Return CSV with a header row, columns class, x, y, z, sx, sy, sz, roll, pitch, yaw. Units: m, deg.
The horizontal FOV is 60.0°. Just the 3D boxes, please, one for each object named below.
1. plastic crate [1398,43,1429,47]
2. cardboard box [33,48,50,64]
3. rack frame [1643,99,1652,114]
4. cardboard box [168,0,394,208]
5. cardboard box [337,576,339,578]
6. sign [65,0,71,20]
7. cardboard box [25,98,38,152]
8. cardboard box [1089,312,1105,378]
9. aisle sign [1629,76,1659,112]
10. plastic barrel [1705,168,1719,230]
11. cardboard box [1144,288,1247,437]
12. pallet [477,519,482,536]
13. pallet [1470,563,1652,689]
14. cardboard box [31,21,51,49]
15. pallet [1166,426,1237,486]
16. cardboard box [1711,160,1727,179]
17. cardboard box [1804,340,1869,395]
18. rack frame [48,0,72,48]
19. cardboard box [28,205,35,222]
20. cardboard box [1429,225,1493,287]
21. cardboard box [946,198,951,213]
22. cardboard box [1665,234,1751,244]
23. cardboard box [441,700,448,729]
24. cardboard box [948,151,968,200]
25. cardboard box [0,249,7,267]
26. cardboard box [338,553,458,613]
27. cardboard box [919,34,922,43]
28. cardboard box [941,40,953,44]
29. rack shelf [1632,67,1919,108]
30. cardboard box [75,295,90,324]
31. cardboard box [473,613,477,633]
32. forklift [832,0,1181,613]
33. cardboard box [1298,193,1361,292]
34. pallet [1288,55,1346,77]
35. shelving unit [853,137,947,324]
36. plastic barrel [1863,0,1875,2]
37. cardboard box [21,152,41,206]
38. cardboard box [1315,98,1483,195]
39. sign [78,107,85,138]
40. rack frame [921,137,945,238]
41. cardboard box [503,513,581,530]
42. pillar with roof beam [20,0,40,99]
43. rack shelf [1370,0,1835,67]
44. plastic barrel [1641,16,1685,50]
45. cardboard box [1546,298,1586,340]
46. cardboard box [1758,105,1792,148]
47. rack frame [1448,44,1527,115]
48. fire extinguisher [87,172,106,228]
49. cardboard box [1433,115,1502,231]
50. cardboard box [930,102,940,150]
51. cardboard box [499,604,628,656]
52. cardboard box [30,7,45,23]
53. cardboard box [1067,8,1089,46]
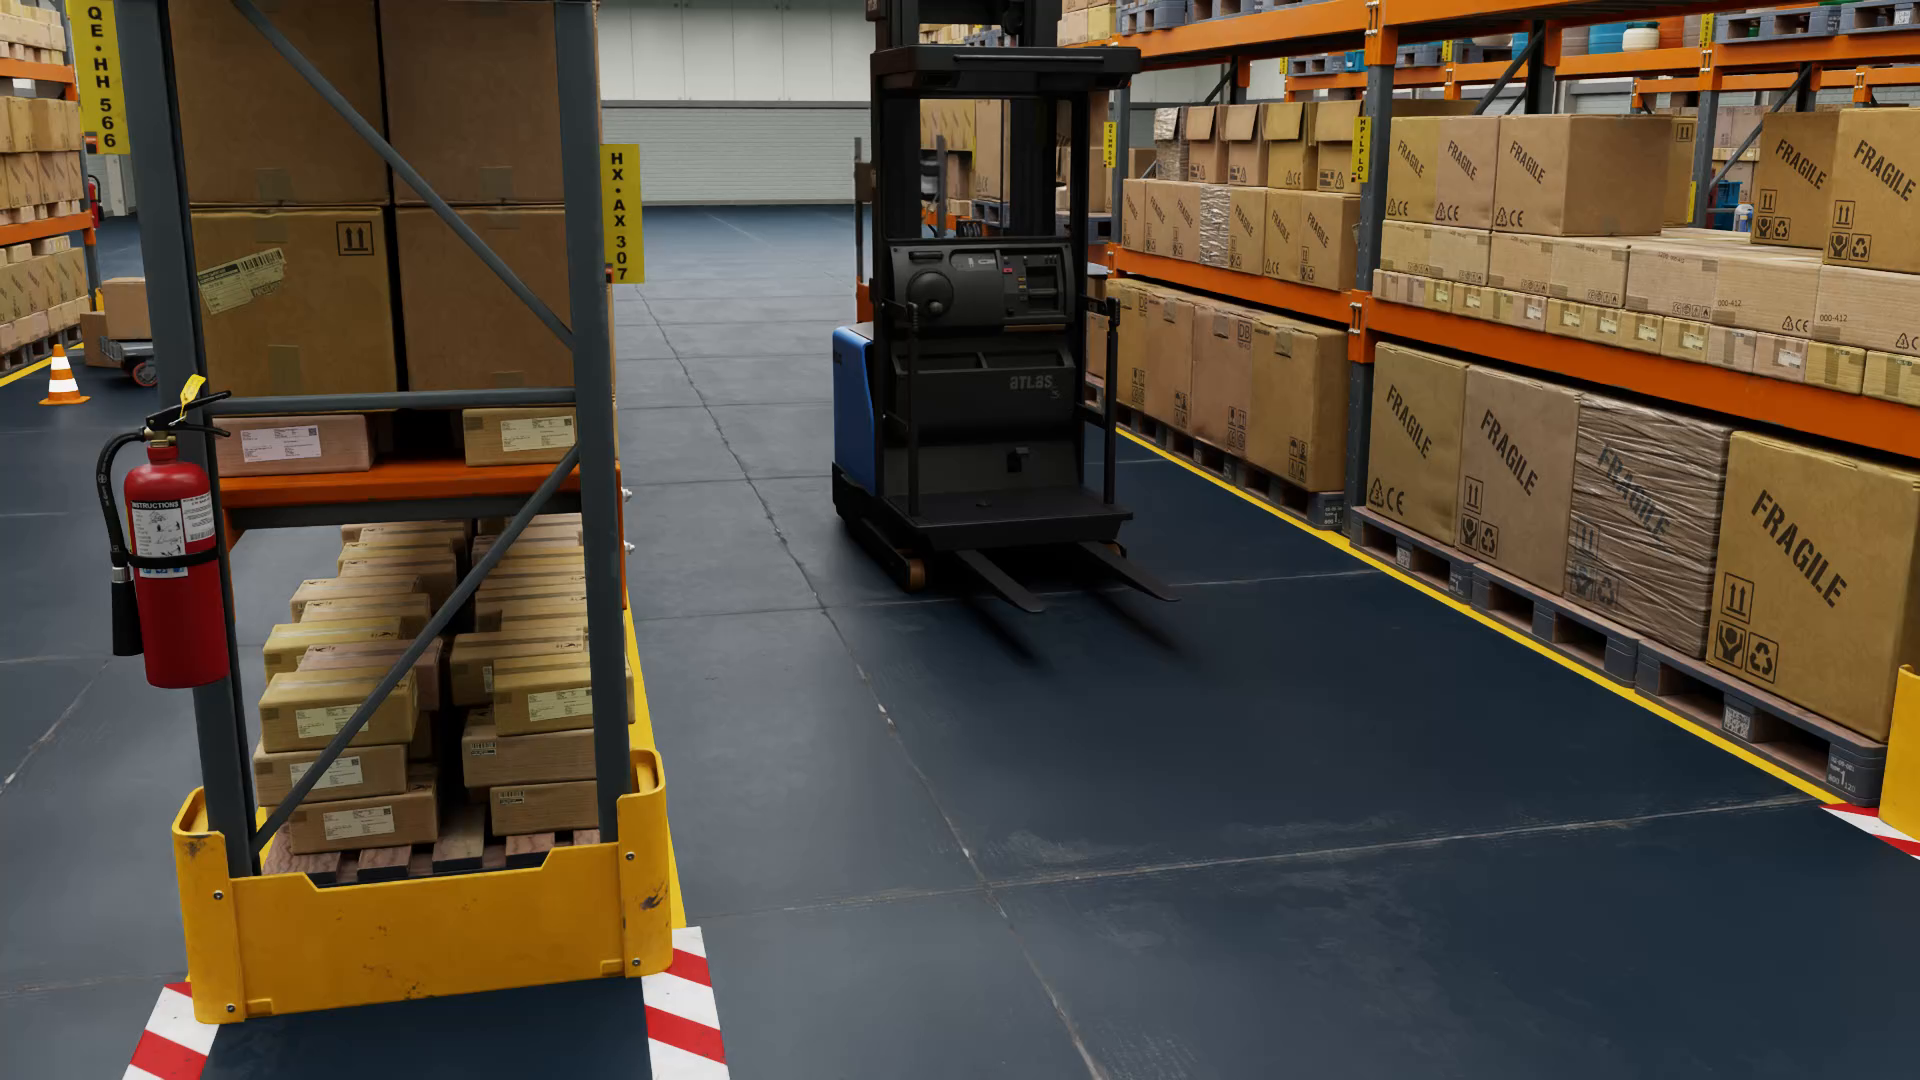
class,x,y,z,sx,sy,sz,roll,pitch,yaw
plastic crate,5.309,-5.569,19.113,0.392,0.384,0.575,-3,14,-13
cardboard box,-9.403,-4.863,16.723,0.380,0.149,0.250,-3,14,-11
rack frame,9.387,-4.818,22.326,0.949,2.616,0.053,-3,14,-13
cardboard box,-1.682,-1.092,4.134,0.500,0.500,0.500,-4,14,-14
cardboard box,-2.160,0.190,6.326,0.380,0.149,0.250,-3,14,-14
sign,-9.335,-5.627,17.455,0.100,0.325,0.005,-3,14,-13
cardboard box,-9.233,-3.935,15.769,0.700,0.500,0.500,-3,14,-14
cardboard box,1.456,-1.574,13.388,0.700,0.500,0.500,-4,14,-16
aisle sign,9.071,-6.078,22.009,0.394,0.787,0.004,-3,14,-13
plastic barrel,6.044,-2.853,13.998,0.600,0.536,0.708,-3,14,-13
cardboard box,1.977,-1.226,11.218,1.225,0.875,0.875,-3,14,-13
pallet,-2.457,-0.070,8.768,1.003,0.211,1.213,-3,14,-13
pallet,2.965,0.318,7.179,1.003,0.211,1.213,-3,14,-13
cardboard box,-9.393,-5.023,16.535,0.500,0.250,0.500,-3,14,-14
pallet,2.028,-0.599,10.935,1.003,0.211,1.213,-3,14,-13
cardboard box,9.720,-4.522,20.905,0.700,0.500,0.500,-3,14,-13
cardboard box,3.045,-0.577,5.497,0.380,0.149,0.250,-3,14,-13
rack frame,-9.879,-6.628,17.096,1.000,3.000,0.127,-3,14,-13
cardboard box,-9.079,-3.112,15.873,0.380,0.149,0.250,-3,14,-13
cardboard box,2.540,-1.332,7.746,0.500,0.250,0.500,-3,14,-13
cardboard box,0.019,-3.602,17.878,0.380,0.149,0.250,-3,14,-13
cardboard box,3.291,-1.128,6.914,0.500,0.250,0.500,-4,14,-14
cardboard box,-1.867,0.573,5.382,0.380,0.149,0.250,-3,14,-13
cardboard box,0.349,-3.871,17.613,0.875,0.500,0.500,-3,14,-13
cardboard box,-8.786,-2.522,14.892,0.380,0.149,0.250,-3,14,-12
cardboard box,-1.962,0.159,5.825,0.380,0.149,0.250,-4,14,-15
cardboard box,-0.265,-5.584,18.620,0.380,0.149,0.250,-3,14,-11
cardboard box,0.095,-5.057,17.300,0.500,0.250,0.500,-3,14,-14
rack shelf,9.854,-5.464,20.167,1.077,0.370,4.000,-3,14,-13
cardboard box,-9.422,-2.405,17.360,0.500,0.250,0.500,-3,14,-13
cardboard box,-1.469,0.340,5.710,0.380,0.149,0.250,-4,14,-16
forklift,0.179,-1.249,7.999,1.129,2.867,3.031,-4,14,-16
cardboard box,2.197,-1.639,9.105,0.500,0.500,0.500,-3,14,-13
pallet,4.668,-5.711,20.062,1.003,0.211,1.213,-3,14,-13
shelving unit,-0.346,-1.283,9.750,0.431,2.100,0.503,-4,14,-16
plastic barrel,6.842,-4.052,12.277,0.301,0.262,0.301,0,14,0
cardboard box,-9.156,-3.448,15.881,0.500,0.500,0.500,-3,14,-13
cardboard box,2.414,-2.181,9.208,0.797,0.503,0.637,-4,14,-15
sign,-9.335,-4.456,17.741,0.100,0.325,0.005,-3,14,-13
rack frame,-0.275,-1.229,9.523,0.400,2.100,0.015,-4,14,-16
cardboard box,-1.634,-0.050,6.680,0.380,0.149,0.250,-4,14,-16
pillar with roof beam,-16.867,-11.916,38.742,9.100,9.000,0.400,-3,14,-13
rack shelf,3.042,-2.144,6.579,1.077,0.370,4.000,-3,14,-13
plastic barrel,6.312,-4.715,14.681,0.600,0.830,0.708,-3,14,-13
cardboard box,2.686,-0.930,6.941,0.380,0.149,0.250,-4,14,-15
cardboard box,9.976,-4.908,19.750,0.700,0.500,0.500,-3,14,-13
rack frame,5.508,-3.620,17.422,1.000,3.000,0.127,-3,14,-13
fire extinguisher,-9.458,-3.728,18.031,0.296,0.674,0.183,-3,14,-13
cardboard box,2.544,-1.695,7.654,0.500,0.500,0.500,-3,14,-13
cardboard box,-0.029,-4.457,17.905,0.500,0.500,0.500,-3,14,-13
cardboard box,-1.242,0.308,5.215,0.380,0.149,0.250,-3,14,-13
cardboard box,-9.411,-5.255,16.646,0.380,0.149,0.250,-3,14,-14
cardboard box,1.153,-4.015,13.035,0.500,0.250,0.500,-3,14,-13
